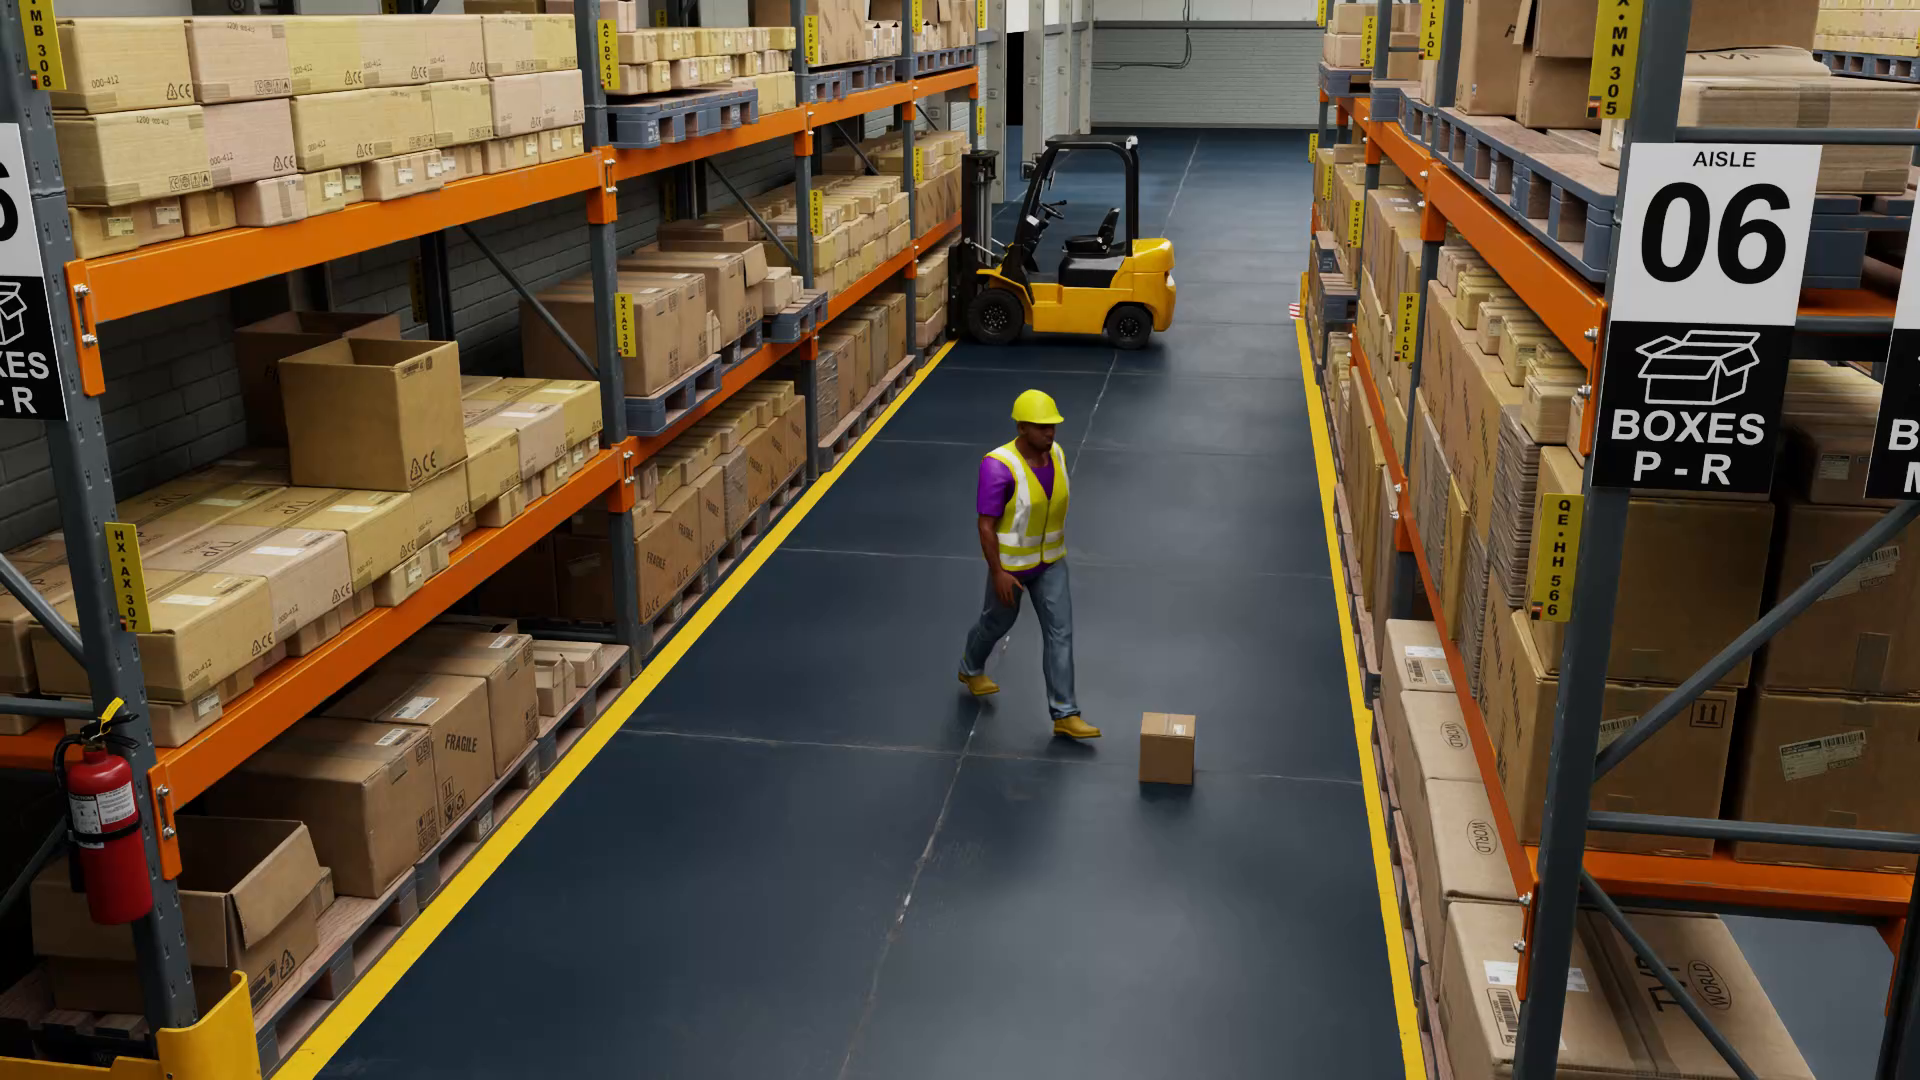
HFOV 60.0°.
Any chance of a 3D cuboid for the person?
[{"bbox_3d":[0.313,0.099,8.239,0.555,1.726,1.028,-11,21,-30],"label":"person"}]
